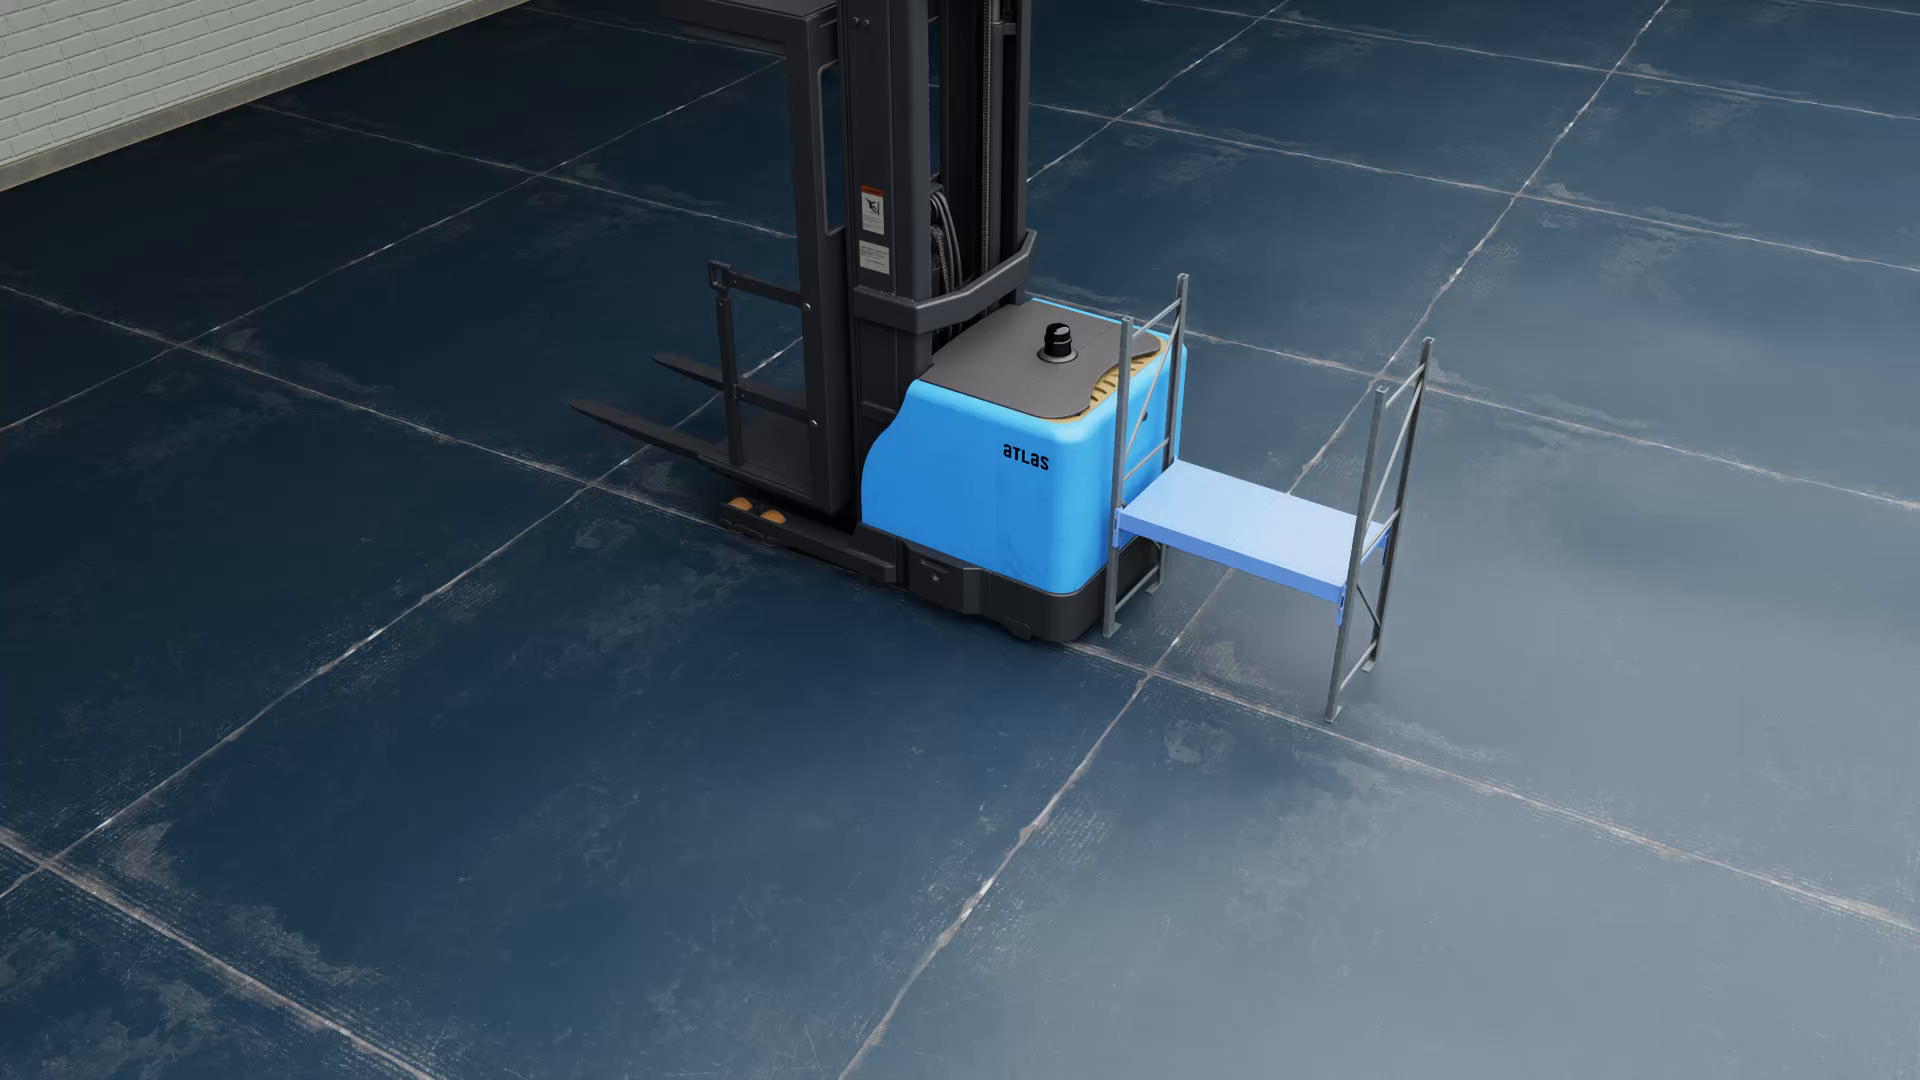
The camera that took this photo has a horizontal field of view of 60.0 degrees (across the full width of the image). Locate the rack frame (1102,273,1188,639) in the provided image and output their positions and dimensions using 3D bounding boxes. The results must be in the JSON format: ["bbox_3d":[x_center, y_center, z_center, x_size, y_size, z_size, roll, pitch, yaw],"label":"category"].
[{"bbox_3d":[0.762,-0.322,6.880,0.032,1.500,0.500,20,39,27],"label":"rack frame"}]

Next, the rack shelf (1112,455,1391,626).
[{"bbox_3d":[1.186,-0.017,6.747,1.000,0.185,0.538,20,39,27],"label":"rack shelf"}]

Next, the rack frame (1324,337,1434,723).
[{"bbox_3d":[1.610,-0.011,6.414,0.032,1.500,0.500,20,39,27],"label":"rack frame"}]

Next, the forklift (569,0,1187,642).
[{"bbox_3d":[-0.526,-1.413,7.228,3.031,2.935,1.130,20,39,27],"label":"forklift"}]

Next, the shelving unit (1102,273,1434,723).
[{"bbox_3d":[1.186,-0.166,6.647,1.048,1.500,0.538,20,39,27],"label":"shelving unit"}]
